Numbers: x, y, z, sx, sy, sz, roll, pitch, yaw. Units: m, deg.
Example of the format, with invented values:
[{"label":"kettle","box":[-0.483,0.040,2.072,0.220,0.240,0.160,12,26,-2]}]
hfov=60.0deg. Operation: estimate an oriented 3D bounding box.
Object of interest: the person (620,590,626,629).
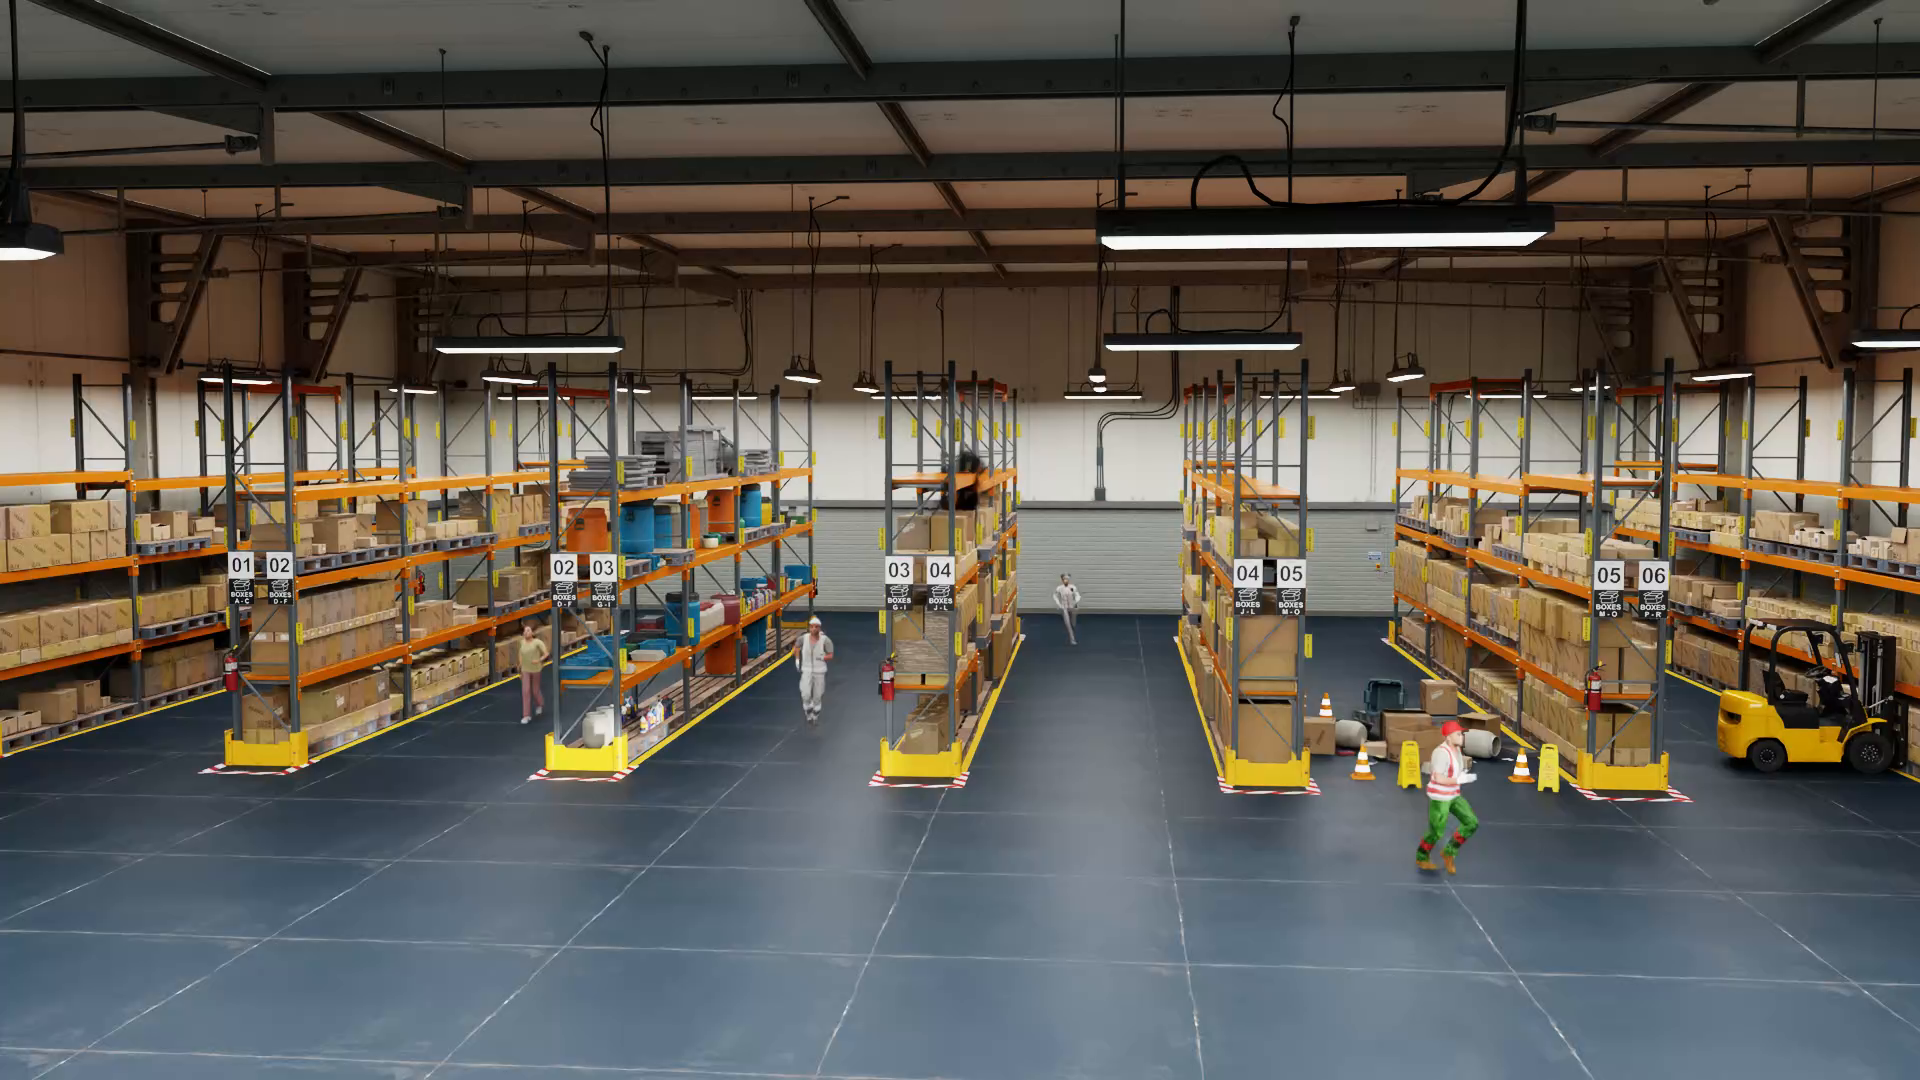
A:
[{"label":"person","box":[-8.719,1.432,41.808,0.600,1.643,0.597,2,4,25]}]

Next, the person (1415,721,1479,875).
[{"label":"person","box":[5.462,2.878,18.619,0.697,1.742,0.805,-4,5,-43]}]

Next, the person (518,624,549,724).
[{"label":"person","box":[-7.335,2.267,28.516,0.572,1.665,0.843,0,4,5]}]

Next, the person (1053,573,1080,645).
[{"label":"person","box":[2.510,1.602,39.078,0.643,1.666,0.790,0,4,-5]}]

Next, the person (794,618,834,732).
[{"label":"person","box":[-2.309,2.128,26.254,0.647,1.810,0.729,0,4,-1]}]
